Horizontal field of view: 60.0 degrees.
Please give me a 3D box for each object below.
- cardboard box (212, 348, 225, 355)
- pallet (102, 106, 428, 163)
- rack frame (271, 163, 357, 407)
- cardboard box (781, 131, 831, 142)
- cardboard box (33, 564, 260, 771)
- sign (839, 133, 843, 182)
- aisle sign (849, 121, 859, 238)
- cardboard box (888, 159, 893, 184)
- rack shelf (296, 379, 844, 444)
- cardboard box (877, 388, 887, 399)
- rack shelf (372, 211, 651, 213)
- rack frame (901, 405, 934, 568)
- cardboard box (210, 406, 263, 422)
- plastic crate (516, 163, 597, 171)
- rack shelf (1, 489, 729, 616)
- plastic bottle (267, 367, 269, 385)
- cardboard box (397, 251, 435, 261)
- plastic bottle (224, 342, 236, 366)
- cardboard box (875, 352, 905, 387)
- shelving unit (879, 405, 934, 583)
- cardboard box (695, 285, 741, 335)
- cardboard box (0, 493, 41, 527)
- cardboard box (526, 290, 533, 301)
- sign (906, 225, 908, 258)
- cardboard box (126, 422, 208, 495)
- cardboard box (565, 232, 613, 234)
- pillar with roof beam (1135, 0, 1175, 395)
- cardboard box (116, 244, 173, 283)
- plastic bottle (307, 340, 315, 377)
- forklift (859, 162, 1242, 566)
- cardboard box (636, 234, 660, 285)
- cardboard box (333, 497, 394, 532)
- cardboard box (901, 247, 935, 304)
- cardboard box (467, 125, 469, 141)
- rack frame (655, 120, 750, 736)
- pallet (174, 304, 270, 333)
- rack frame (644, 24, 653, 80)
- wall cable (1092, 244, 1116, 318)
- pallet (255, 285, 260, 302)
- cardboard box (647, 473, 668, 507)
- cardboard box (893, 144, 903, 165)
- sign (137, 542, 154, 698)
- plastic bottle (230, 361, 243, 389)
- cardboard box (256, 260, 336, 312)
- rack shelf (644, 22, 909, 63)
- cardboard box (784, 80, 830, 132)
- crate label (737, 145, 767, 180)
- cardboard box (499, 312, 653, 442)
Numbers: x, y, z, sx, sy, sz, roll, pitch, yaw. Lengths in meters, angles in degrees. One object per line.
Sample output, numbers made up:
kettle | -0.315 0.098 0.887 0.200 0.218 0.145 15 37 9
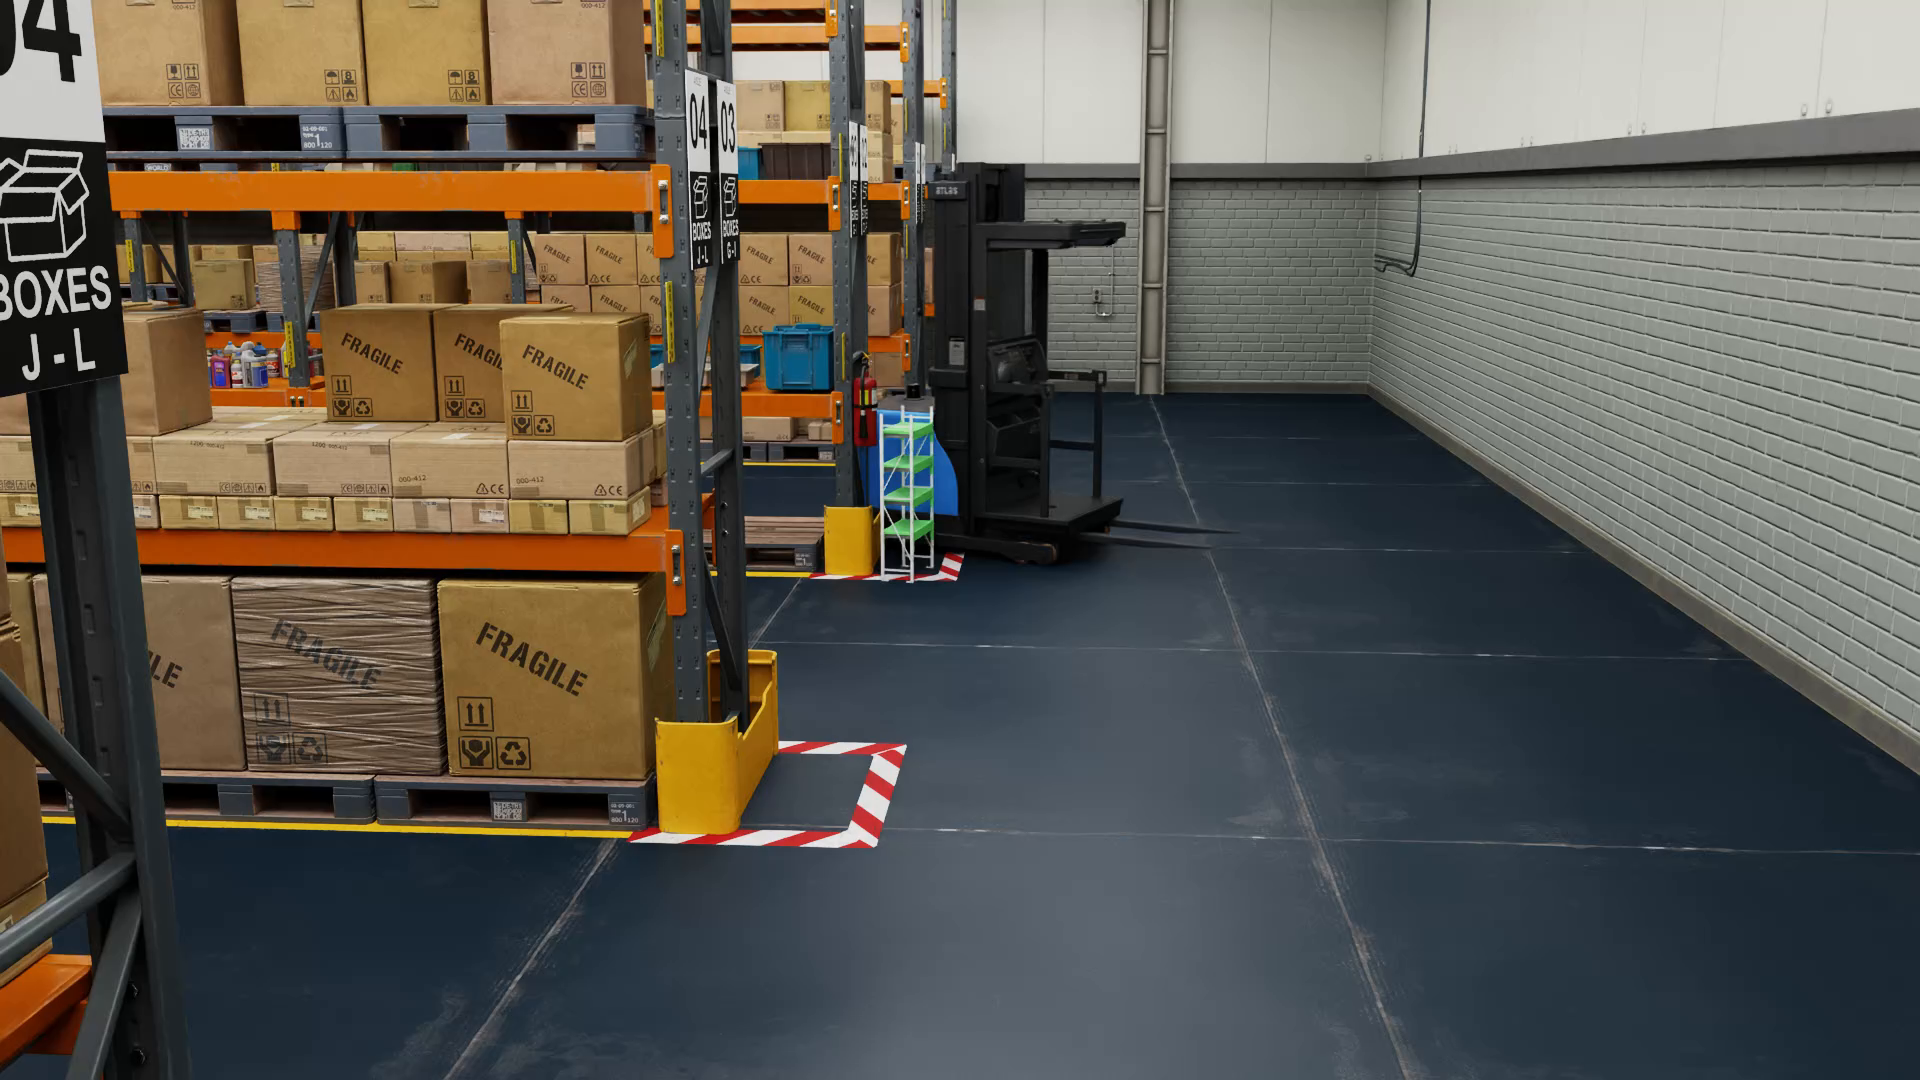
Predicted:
cardboard box | -9.845 -2.484 22.848 0.500 0.500 0.700 1 12 3
pallet | -3.092 -1.765 7.270 1.213 0.211 1.003 1 12 4
rack frame | -4.790 -1.383 12.552 0.127 3.000 1.000 1 12 4
cardboard box | -1.493 -3.941 16.601 0.500 0.250 0.500 1 12 4
cardboard box | -3.570 0.501 7.709 0.875 0.875 0.875 1 12 4
sign | -0.820 -2.632 11.455 0.005 0.325 0.100 1 12 4
aisle sign | -0.747 -2.539 11.733 0.004 0.787 0.394 1 12 4
cardboard box | -0.960 -3.794 17.117 0.500 0.250 0.500 1 12 4
rack shelf | -2.795 -1.003 12.494 4.000 0.370 1.077 1 12 4
cardboard box | -1.024 -1.289 17.133 0.500 0.500 0.500 1 12 4
rack shelf | -6.124 -4.550 22.124 4.000 0.370 1.077 1 12 4
rack frame | -0.310 -0.385 12.180 0.240 1.200 0.015 3 12 16
cardboard box | -3.638 -0.477 7.862 0.500 0.250 0.500 1 12 5
plastic crate | -2.878 -2.645 11.903 0.530 0.136 0.437 1 12 4
rack shelf | -3.126 0.009 7.657 4.000 0.370 1.077 1 12 4
plastic bottle | -5.216 -1.250 12.405 0.097 0.201 0.097 0 12 0
cardboard box | -7.130 -3.598 22.121 0.500 0.500 0.500 1 12 6
plastic bottle | -5.706 -1.416 13.025 0.097 0.271 0.097 0 12 0
cardboard box | -0.842 -2.323 22.126 0.500 0.500 0.700 1 12 4
shelving unit | -0.378 -0.337 11.950 0.258 1.200 0.503 3 12 16
cardboard box | -2.448 -2.360 16.982 0.500 0.500 0.500 1 12 3
cardboard box | -4.061 -0.165 7.347 0.250 0.149 0.380 0 12 2
cardboard box | -5.749 -3.266 22.122 0.250 0.149 0.380 0 12 2
sign | -0.522 -2.948 16.436 0.005 0.325 0.100 1 12 4
cardboard box | -3.657 -0.369 7.347 0.500 0.250 0.500 1 12 5
cardboard box | -3.934 -2.979 17.496 0.500 0.500 0.500 1 12 4
pillar with roof beam | 2.327 -5.549 17.815 0.400 9.000 9.100 1 12 4
cardboard box | -11.048 -3.757 22.585 0.500 0.500 0.700 2 12 10
plastic bottle | -5.128 -1.418 13.004 0.133 0.283 0.061 1 12 4
forklift | 0.621 -1.364 12.628 3.031 2.935 1.130 6 13 27
cardboard box | -2.977 -2.855 16.903 0.500 0.500 0.500 0 12 2
cardboard box | -2.527 -0.144 7.246 0.250 0.149 0.380 1 12 2
cardboard box | -0.647 -3.504 21.958 0.700 0.700 0.980 1 12 6
cardboard box | -4.953 -4.188 17.123 0.600 0.600 0.600 0 12 -2
rack frame | -1.130 -0.316 7.453 0.127 3.000 1.000 1 12 4
pallet | -7.766 -2.360 17.694 1.003 0.211 1.213 1 12 4
rack frame | -4.128 -6.343 21.613 0.127 3.000 1.000 1 12 4
wall cable | 1.203 -4.025 22.701 1.851 1.984 0.084 1 12 4
pallet | -8.838 -3.355 22.451 1.003 0.211 1.213 1 12 4
cardboard box | -1.463 -0.265 7.824 0.250 0.149 0.380 1 12 4
cardboard box | -0.886 -4.957 21.409 0.500 0.250 0.500 1 12 5
sign | -1.527 0.161 3.057 0.005 0.325 0.100 1 12 4
plastic bottle | -5.323 -1.221 12.263 0.097 0.201 0.097 0 12 0
cardboard box | -6.911 -2.667 17.420 0.500 0.500 0.700 3 12 14
rack shelf | -2.460 -4.950 16.718 4.000 0.370 1.077 1 12 4
cardboard box | -1.472 -4.374 16.841 0.500 0.500 0.700 1 12 4
crate label | -1.698 -2.802 12.374 0.502 0.251 0.408 1 12 4
cardboard box | -1.634 -0.708 7.136 0.500 0.500 0.500 1 12 4
